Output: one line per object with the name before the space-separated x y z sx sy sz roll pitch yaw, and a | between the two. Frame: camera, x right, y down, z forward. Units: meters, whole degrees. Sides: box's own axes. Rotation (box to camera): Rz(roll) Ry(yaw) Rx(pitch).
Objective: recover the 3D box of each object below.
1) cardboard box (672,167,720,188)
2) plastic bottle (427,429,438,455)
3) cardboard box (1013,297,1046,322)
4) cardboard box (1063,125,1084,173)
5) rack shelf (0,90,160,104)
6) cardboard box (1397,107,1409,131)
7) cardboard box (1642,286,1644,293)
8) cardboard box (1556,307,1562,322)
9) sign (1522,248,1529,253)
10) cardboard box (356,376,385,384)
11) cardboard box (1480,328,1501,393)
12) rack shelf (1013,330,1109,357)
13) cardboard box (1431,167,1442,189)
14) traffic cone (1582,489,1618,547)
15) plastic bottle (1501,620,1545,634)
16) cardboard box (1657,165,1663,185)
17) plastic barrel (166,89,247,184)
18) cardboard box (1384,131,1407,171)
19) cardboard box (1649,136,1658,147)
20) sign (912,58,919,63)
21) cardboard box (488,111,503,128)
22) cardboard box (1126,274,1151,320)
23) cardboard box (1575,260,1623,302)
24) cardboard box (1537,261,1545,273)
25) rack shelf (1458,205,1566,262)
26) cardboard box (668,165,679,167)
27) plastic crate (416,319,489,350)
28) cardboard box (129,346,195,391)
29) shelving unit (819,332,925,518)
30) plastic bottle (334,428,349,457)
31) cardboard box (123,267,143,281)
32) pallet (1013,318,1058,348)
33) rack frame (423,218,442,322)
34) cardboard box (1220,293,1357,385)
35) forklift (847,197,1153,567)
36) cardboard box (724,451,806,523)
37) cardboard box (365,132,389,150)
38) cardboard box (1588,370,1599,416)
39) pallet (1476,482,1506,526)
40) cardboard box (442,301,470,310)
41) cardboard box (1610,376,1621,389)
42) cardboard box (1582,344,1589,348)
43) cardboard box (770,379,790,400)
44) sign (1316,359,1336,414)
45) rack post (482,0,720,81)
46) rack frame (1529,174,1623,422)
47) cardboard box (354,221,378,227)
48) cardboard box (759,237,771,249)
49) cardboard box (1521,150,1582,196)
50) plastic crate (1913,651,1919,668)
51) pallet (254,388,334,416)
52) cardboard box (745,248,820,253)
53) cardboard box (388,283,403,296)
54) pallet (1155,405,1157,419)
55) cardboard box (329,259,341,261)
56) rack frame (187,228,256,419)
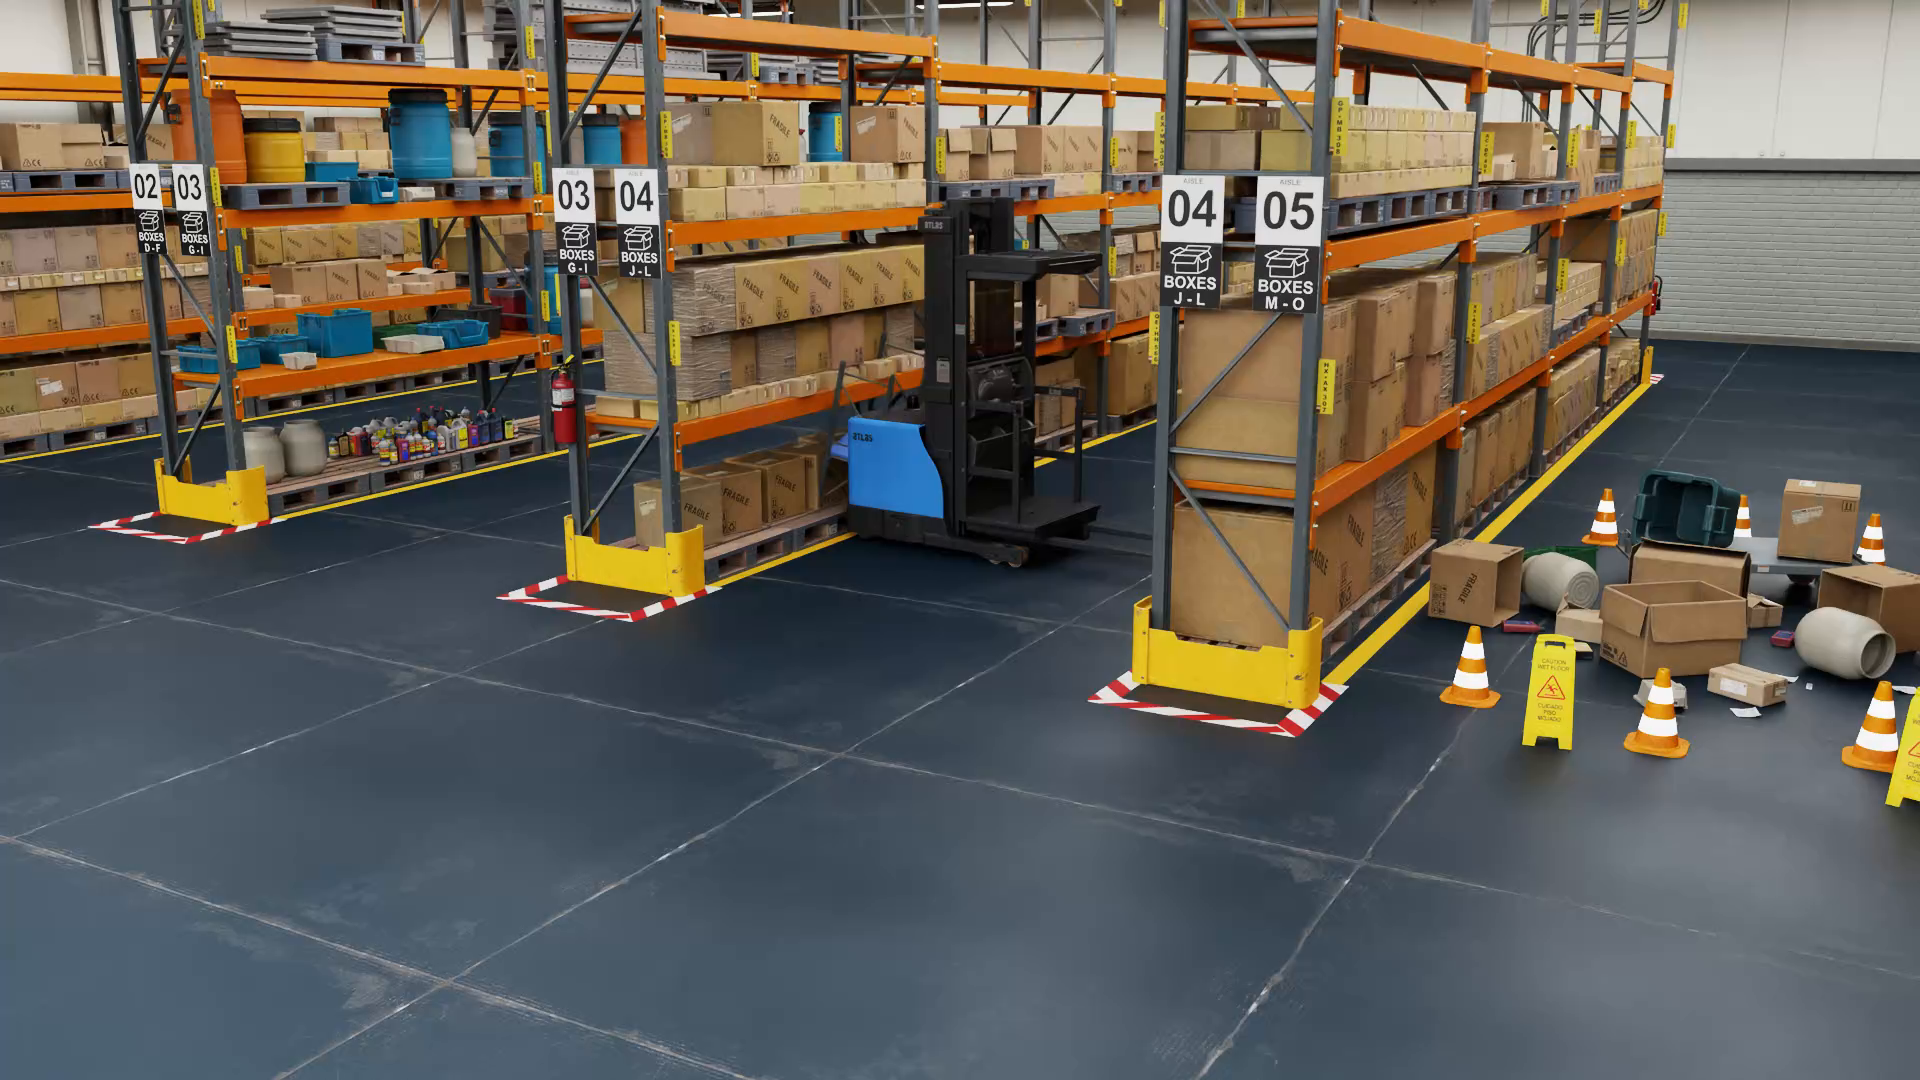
cardboard box | -2.050 -2.753 12.623 0.380 0.149 0.250 8 16 29
plastic bottle | -5.470 -1.019 17.244 0.097 0.271 0.097 0 14 0
cardboard box | 0.702 -2.509 17.931 0.396 0.266 0.258 7 15 26
cardboard box | 1.022 -4.260 18.124 0.500 0.500 0.500 7 15 28
rack shelf | -12.704 -6.389 24.220 1.077 0.370 4.000 7 15 28
cardboard box | 2.753 -2.788 11.025 0.380 0.149 0.250 7 15 27
cardboard box | 9.369 -3.534 23.327 0.380 0.149 0.250 7 15 28
cardboard box | 6.217 -2.422 17.818 0.380 0.149 0.250 8 16 31
sign | 7.020 -3.462 20.645 0.100 0.325 0.005 7 15 28
cardboard box | -8.177 -2.283 22.574 0.500 0.250 0.500 8 16 29
cardboard box | 4.364 -1.569 14.429 0.500 0.500 0.500 8 15 28
rack shelf | 0.305 -1.983 17.893 1.077 0.370 4.000 7 15 28
cardboard box | 3.244 -2.609 11.982 0.380 0.149 0.250 8 16 29
traffic cone | 5.601 -0.210 14.419 0.336 0.463 0.334 7 15 28
plastic bottle | 4.006 0.620 11.833 0.283 0.061 0.133 2 14 9
cardboard box | 9.444 -5.064 23.057 0.500 0.250 0.500 7 15 27
plastic barrel | -6.808 -3.648 15.053 0.600 0.830 0.708 7 15 28
cardboard box | 2.643 -2.579 11.008 0.500 0.250 0.500 7 15 28
cardboard box | 9.167 -5.363 22.383 0.380 0.149 0.250 8 16 29
sign | -0.650 -6.877 24.304 0.100 0.325 0.005 7 15 28
cardboard box | -6.936 -6.052 24.491 0.500 0.500 0.500 7 15 28
cardboard box | 1.992 -2.966 20.225 0.500 0.500 0.500 7 15 27
cardboard box | 7.958 -3.247 20.754 0.500 0.500 0.500 7 15 27
cardboard box | 6.905 -3.323 20.289 0.380 0.149 0.250 8 16 31
rack shelf | 4.598 -2.858 15.125 1.077 0.370 4.000 7 15 28
cardboard box | -2.369 -2.936 13.381 0.380 0.149 0.250 7 15 28
plastic crate | -5.295 -2.153 17.382 0.499 0.251 0.616 7 15 28
cardboard box | -9.617 -2.056 20.033 0.500 0.500 0.500 7 15 28
shelving unit | -0.773 -0.973 14.931 0.538 1.500 1.048 18 25 12
plastic bottle | -6.387 -1.009 17.174 0.061 0.283 0.133 8 16 29
cardboard box | -9.770 -3.121 19.481 0.380 0.149 0.250 7 15 28
pallet | 0.350 -2.239 17.829 1.003 0.211 1.213 7 15 28
rack frame | -9.803 -5.247 29.898 1.000 3.000 0.127 7 15 28
cardboard box | 2.096 -1.312 10.951 0.875 0.550 0.550 7 15 28
forklift | 0.517 -1.343 13.849 3.031 2.935 1.130 9 16 33
cardboard box | -1.701 -0.470 14.519 0.500 0.500 0.500 9 16 33
cardboard box | -10.325 -6.800 28.786 0.700 0.500 0.500 6 15 25
cardboard box | 7.361 -1.789 19.993 0.500 0.500 0.500 7 15 27
pallet | 4.527 -0.402 15.751 1.003 0.211 1.213 7 15 28
cardboard box | -9.352 -4.378 30.730 0.700 0.500 0.500 8 16 29
cardboard box | 8.547 -2.108 22.065 0.380 0.149 0.250 7 15 27
cardboard box | 8.430 -2.617 22.904 0.380 0.149 0.250 8 16 30
cardboard box | -1.651 -1.268 13.930 0.380 0.149 0.250 7 15 28
sign | 2.180 -0.914 9.909 0.100 0.325 0.005 7 15 28
rack post | -4.121 -5.911 19.424 1.013 1.000 3.121 7 15 28
rack frame | 7.498 -2.981 20.498 1.000 3.000 0.127 7 15 28
cardboard box | -10.307 -5.481 28.379 0.500 0.250 0.500 8 16 29
cardboard box | -3.757 -5.326 30.014 0.500 0.500 0.500 8 15 29
cardboard box | 6.074 -3.754 17.091 0.500 0.500 0.500 7 15 28
plastic crate | 6.536 0.849 10.841 0.402 0.080 0.583 2 14 9
pallet | -9.010 -1.845 21.738 1.003 0.211 1.213 7 15 28
cardboard box | -1.585 -2.333 14.828 0.500 0.500 0.500 7 15 28
cardboard box | -7.966 -3.476 23.087 0.380 0.149 0.250 9 16 32
pallet | 2.309 -1.790 21.507 1.003 0.211 1.213 7 15 28
cardboard box | -10.643 -4.671 28.003 0.380 0.149 0.250 7 15 28
rack frame | -9.332 -3.045 20.766 1.000 3.000 0.127 7 15 28
